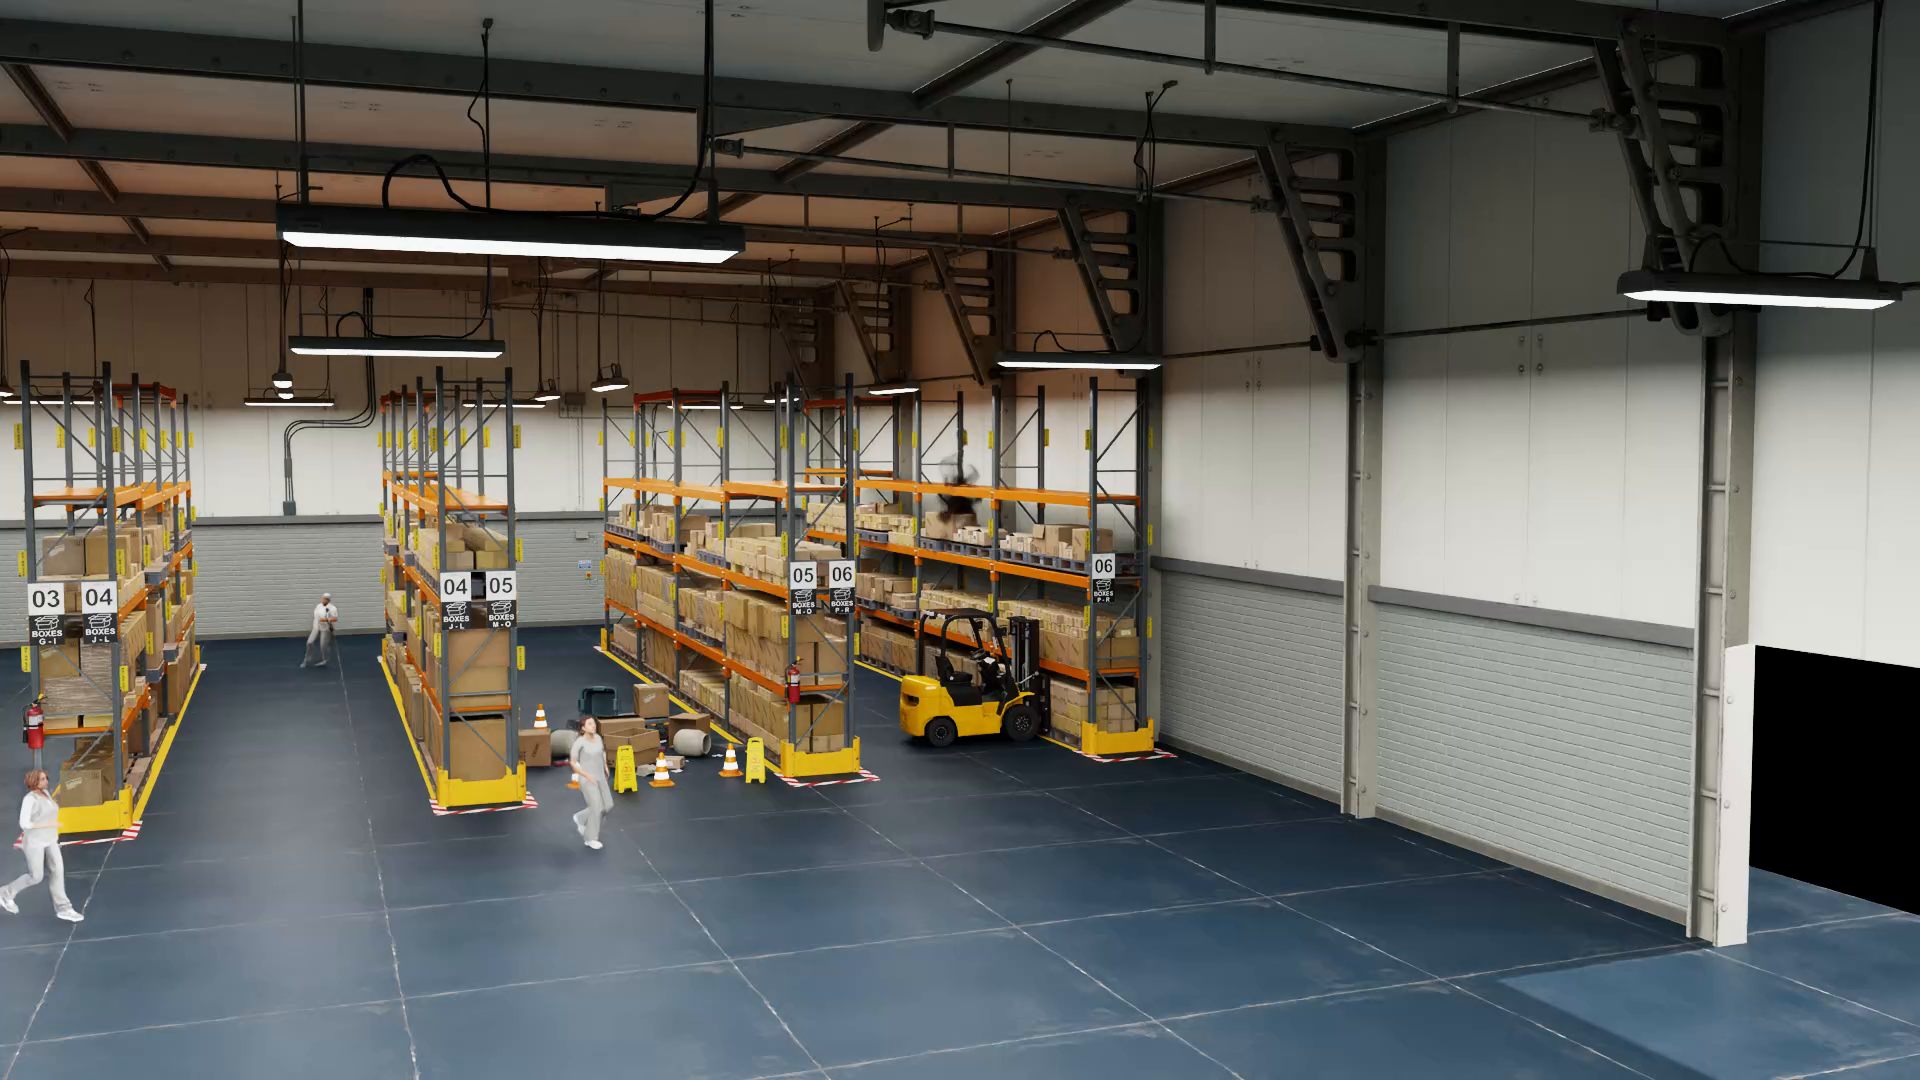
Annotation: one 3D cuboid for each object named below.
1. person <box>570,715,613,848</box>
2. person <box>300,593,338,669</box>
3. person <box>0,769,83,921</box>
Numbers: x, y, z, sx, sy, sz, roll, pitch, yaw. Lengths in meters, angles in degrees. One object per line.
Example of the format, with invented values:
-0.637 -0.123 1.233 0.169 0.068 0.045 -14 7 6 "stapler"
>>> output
-4.563 2.962 20.478 0.547 1.636 0.567 2 4 32 "person"
-14.036 1.981 36.569 0.710 1.638 0.756 0 3 8 "person"
-9.526 3.154 17.188 0.877 1.592 0.538 0 3 4 "person"
